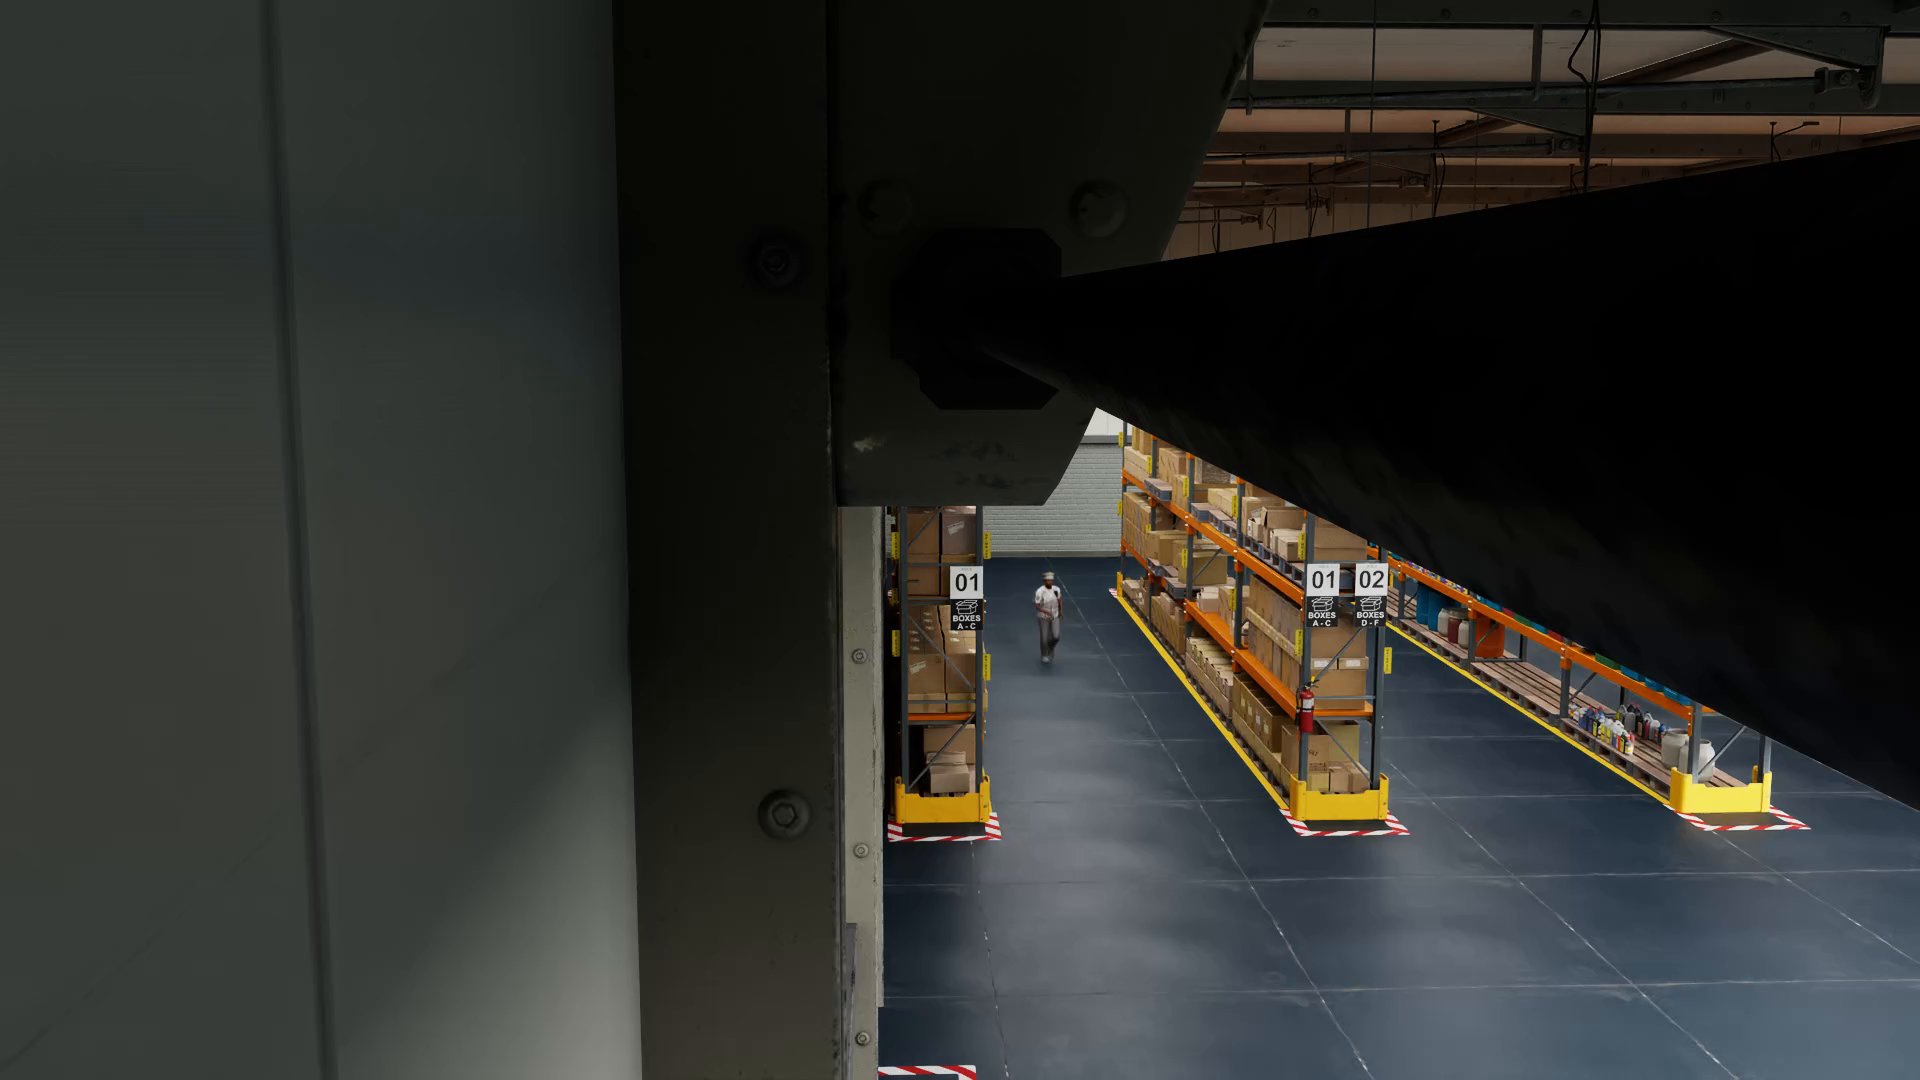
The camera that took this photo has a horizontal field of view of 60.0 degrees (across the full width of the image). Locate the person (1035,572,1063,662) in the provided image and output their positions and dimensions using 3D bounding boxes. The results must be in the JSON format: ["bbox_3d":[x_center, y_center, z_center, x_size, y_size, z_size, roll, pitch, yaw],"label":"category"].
[{"bbox_3d":[1.597,1.372,29.508,0.551,1.648,0.663,-2,8,-13],"label":"person"}]
